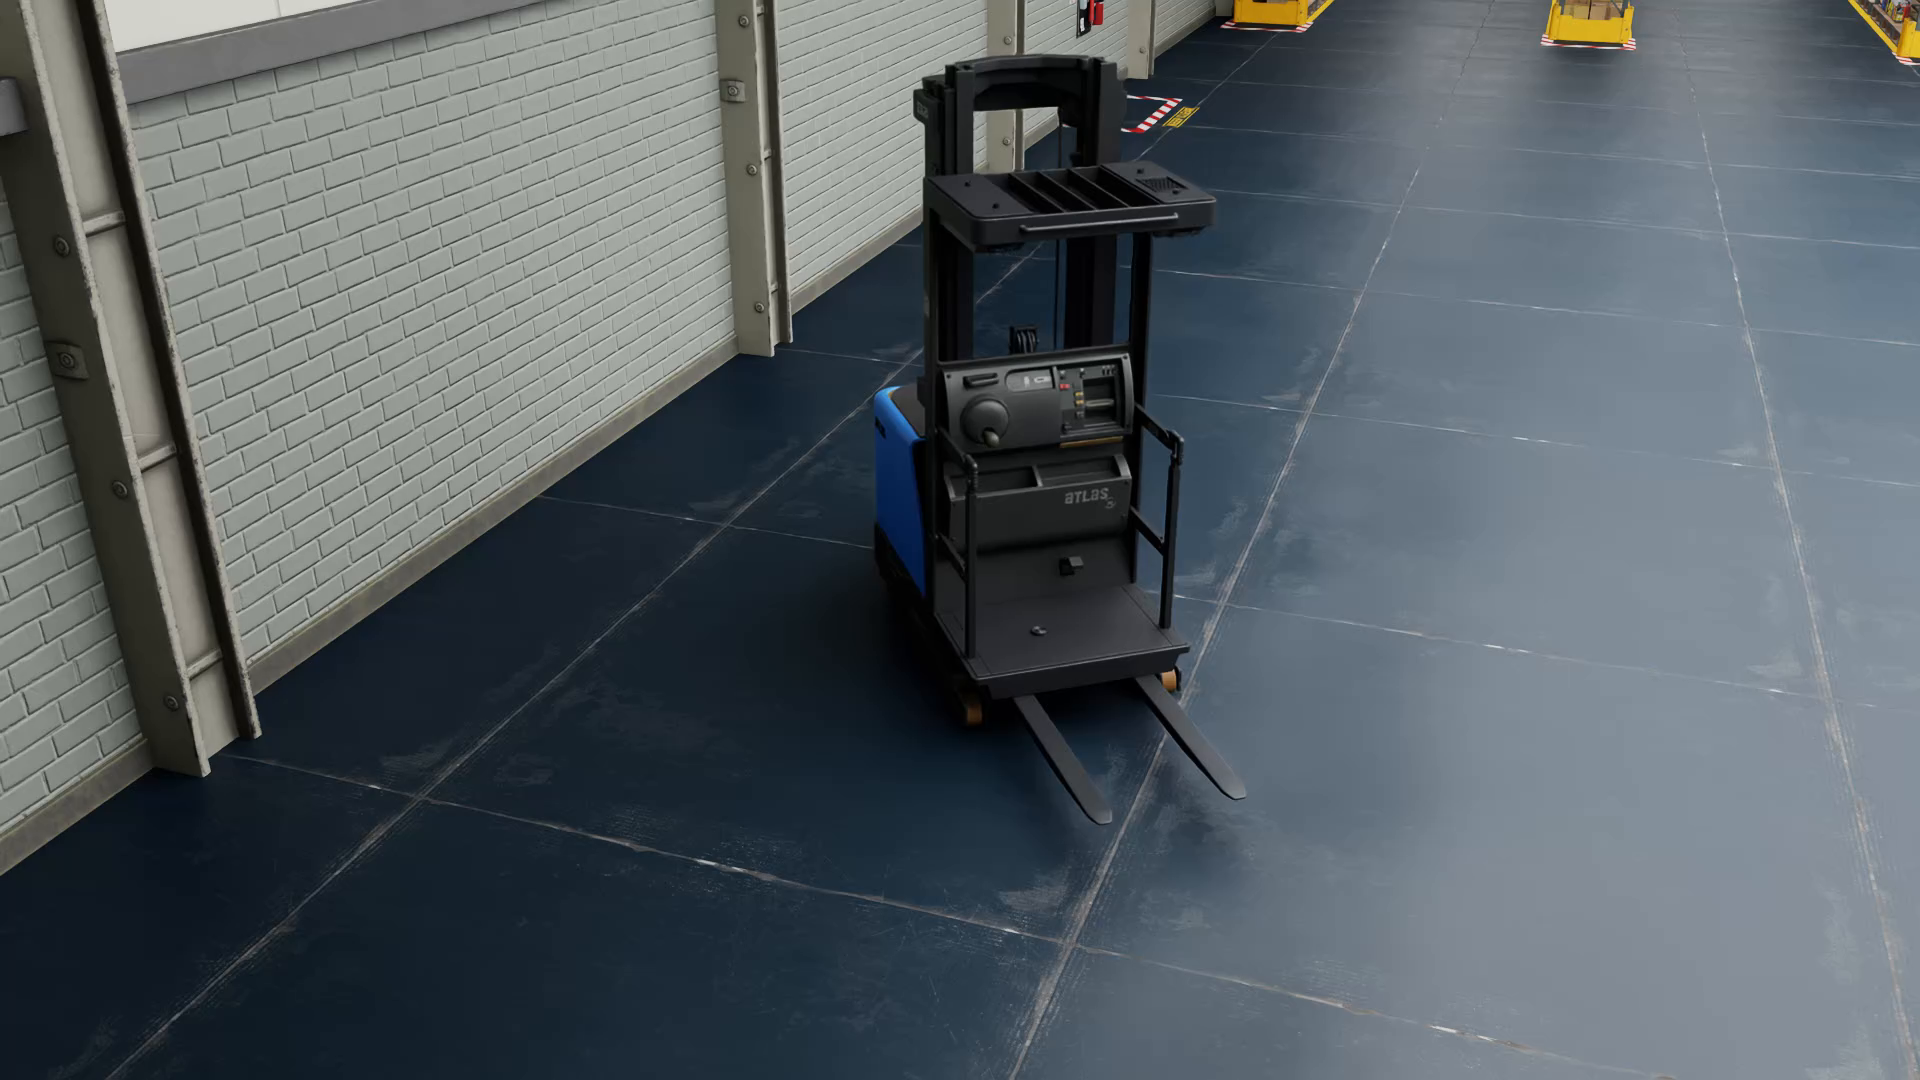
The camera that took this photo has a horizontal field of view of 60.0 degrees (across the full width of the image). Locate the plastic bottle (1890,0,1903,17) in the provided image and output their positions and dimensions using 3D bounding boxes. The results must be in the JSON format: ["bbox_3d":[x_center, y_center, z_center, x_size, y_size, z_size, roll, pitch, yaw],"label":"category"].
[{"bbox_3d":[14.809,-8.440,26.275,0.144,0.351,0.185,10,28,20],"label":"plastic bottle"}]

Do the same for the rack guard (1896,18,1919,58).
[{"bbox_3d":[14.385,-7.304,24.261,1.175,0.500,0.348,9,27,17],"label":"rack guard"}]

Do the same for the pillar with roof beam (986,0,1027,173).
[{"bbox_3d":[4.545,-7.385,14.677,9.100,9.000,0.400,9,27,17],"label":"pillar with roof beam"}]

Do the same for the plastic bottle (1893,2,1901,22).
[{"bbox_3d":[14.624,-8.235,25.929,0.061,0.283,0.133,9,27,19],"label":"plastic bottle"}]

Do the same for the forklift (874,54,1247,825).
[{"bbox_3d":[0.442,-0.624,7.675,1.130,2.935,3.031,-8,27,-15],"label":"forklift"}]

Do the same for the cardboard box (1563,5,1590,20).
[{"bbox_3d":[9.634,-8.325,26.176,0.500,0.250,0.500,9,27,17],"label":"cardboard box"}]

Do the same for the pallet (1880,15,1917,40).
[{"bbox_3d":[15.068,-8.007,26.044,1.003,0.211,1.213,9,27,17],"label":"pallet"}]

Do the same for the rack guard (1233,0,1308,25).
[{"bbox_3d":[5.087,-8.734,27.215,1.175,0.500,0.348,9,27,17],"label":"rack guard"}]

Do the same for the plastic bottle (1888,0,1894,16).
[{"bbox_3d":[14.871,-8.517,26.433,0.144,0.351,0.185,9,27,17],"label":"plastic bottle"}]

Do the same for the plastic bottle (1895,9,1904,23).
[{"bbox_3d":[14.602,-8.148,25.842,0.097,0.201,0.097,0,26,0],"label":"plastic bottle"}]

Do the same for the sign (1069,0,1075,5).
[{"bbox_3d":[1.343,-6.569,19.834,0.001,0.329,0.234,9,27,17],"label":"sign"}]

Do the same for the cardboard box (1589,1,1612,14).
[{"bbox_3d":[10.285,-8.456,26.447,0.500,0.250,0.500,9,27,17],"label":"cardboard box"}]

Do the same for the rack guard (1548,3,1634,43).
[{"bbox_3d":[9.726,-7.976,25.649,1.175,0.500,0.348,9,27,17],"label":"rack guard"}]

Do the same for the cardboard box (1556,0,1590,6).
[{"bbox_3d":[9.632,-8.663,26.013,0.500,0.500,0.500,9,27,17],"label":"cardboard box"}]

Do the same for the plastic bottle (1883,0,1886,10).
[{"bbox_3d":[15.075,-8.769,26.954,0.144,0.351,0.185,10,27,19],"label":"plastic bottle"}]

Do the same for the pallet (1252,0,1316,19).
[{"bbox_3d":[5.391,-8.932,27.956,1.003,0.211,1.213,9,27,17],"label":"pallet"}]

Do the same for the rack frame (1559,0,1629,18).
[{"bbox_3d":[9.734,-9.111,25.125,1.000,3.000,0.127,9,27,17],"label":"rack frame"}]

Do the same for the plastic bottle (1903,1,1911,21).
[{"bbox_3d":[14.812,-8.269,25.999,0.061,0.283,0.133,9,27,17],"label":"plastic bottle"}]

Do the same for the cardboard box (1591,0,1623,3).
[{"bbox_3d":[10.287,-8.794,26.283,0.500,0.500,0.500,9,27,17],"label":"cardboard box"}]

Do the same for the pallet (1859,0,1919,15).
[{"bbox_3d":[15.960,-9.108,28.319,1.003,0.211,1.213,9,27,17],"label":"pallet"}]

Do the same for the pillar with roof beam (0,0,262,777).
[{"bbox_3d":[0.552,-2.454,4.492,9.100,9.000,0.400,9,27,17],"label":"pillar with roof beam"}]

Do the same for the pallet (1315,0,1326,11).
[{"bbox_3d":[5.798,-9.432,28.988,1.003,0.211,1.213,9,27,17],"label":"pallet"}]

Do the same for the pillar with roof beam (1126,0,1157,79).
[{"bbox_3d":[6.542,-9.851,19.769,9.100,9.000,0.400,9,27,17],"label":"pillar with roof beam"}]

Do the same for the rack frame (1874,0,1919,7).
[{"bbox_3d":[15.735,-10.035,27.033,1.000,3.000,0.127,9,27,17],"label":"rack frame"}]

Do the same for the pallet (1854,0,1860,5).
[{"bbox_3d":[16.364,-9.611,29.358,1.003,0.211,1.213,9,27,17],"label":"pallet"}]

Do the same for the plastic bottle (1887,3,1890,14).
[{"bbox_3d":[14.896,-8.511,26.593,0.097,0.201,0.097,0,26,0],"label":"plastic bottle"}]

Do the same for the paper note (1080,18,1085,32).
[{"bbox_3d":[1.500,-6.306,20.342,0.016,0.148,0.142,9,27,17],"label":"paper note"}]

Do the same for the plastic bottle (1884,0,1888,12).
[{"bbox_3d":[15.012,-8.691,26.793,0.144,0.351,0.185,8,27,15],"label":"plastic bottle"}]

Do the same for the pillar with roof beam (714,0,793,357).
[{"bbox_3d":[2.549,-4.919,9.584,9.100,9.000,0.400,9,27,17],"label":"pillar with roof beam"}]

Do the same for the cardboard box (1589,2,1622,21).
[{"bbox_3d":[10.123,-8.250,26.021,0.500,0.250,0.500,9,27,17],"label":"cardboard box"}]

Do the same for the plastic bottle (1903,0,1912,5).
[{"bbox_3d":[15.019,-8.472,26.426,0.152,0.276,0.135,9,27,17],"label":"plastic bottle"}]

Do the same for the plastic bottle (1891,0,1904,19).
[{"bbox_3d":[14.758,-8.338,26.149,0.152,0.276,0.135,8,27,16],"label":"plastic bottle"}]

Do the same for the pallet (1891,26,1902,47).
[{"bbox_3d":[14.660,-7.507,25.012,1.003,0.211,1.213,9,27,17],"label":"pallet"}]

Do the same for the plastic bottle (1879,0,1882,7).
[{"bbox_3d":[15.182,-8.864,27.322,0.097,0.201,0.097,0,26,0],"label":"plastic bottle"}]

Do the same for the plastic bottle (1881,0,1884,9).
[{"bbox_3d":[15.134,-8.803,27.109,0.152,0.276,0.135,10,27,19],"label":"plastic bottle"}]

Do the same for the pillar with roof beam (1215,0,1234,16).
[{"bbox_3d":[8.539,-12.316,24.862,9.100,9.000,0.400,9,27,17],"label":"pillar with roof beam"}]

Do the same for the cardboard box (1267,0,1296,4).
[{"bbox_3d":[5.377,-9.087,27.656,0.500,0.311,0.500,6,26,12],"label":"cardboard box"}]

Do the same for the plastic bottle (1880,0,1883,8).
[{"bbox_3d":[15.148,-8.822,27.235,0.097,0.201,0.097,0,26,0],"label":"plastic bottle"}]

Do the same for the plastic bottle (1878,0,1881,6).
[{"bbox_3d":[15.216,-8.937,27.393,0.097,0.271,0.097,0,26,0],"label":"plastic bottle"}]

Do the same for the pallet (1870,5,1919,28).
[{"bbox_3d":[15.472,-8.510,27.083,1.003,0.211,1.213,9,27,17],"label":"pallet"}]

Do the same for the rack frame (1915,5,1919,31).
[{"bbox_3d":[14.404,-8.391,23.638,1.000,3.000,0.127,9,27,17],"label":"rack frame"}]

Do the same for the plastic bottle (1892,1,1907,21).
[{"bbox_3d":[14.712,-8.281,26.032,0.152,0.276,0.135,9,27,18],"label":"plastic bottle"}]

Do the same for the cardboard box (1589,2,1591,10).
[{"bbox_3d":[10.452,-8.662,26.871,0.500,0.250,0.500,9,27,17],"label":"cardboard box"}]

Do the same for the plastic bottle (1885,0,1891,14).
[{"bbox_3d":[14.918,-8.599,26.680,0.061,0.283,0.133,10,28,20],"label":"plastic bottle"}]

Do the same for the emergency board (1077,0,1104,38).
[{"bbox_3d":[1.624,-6.765,20.280,0.194,1.169,0.643,9,27,17],"label":"emergency board"}]
